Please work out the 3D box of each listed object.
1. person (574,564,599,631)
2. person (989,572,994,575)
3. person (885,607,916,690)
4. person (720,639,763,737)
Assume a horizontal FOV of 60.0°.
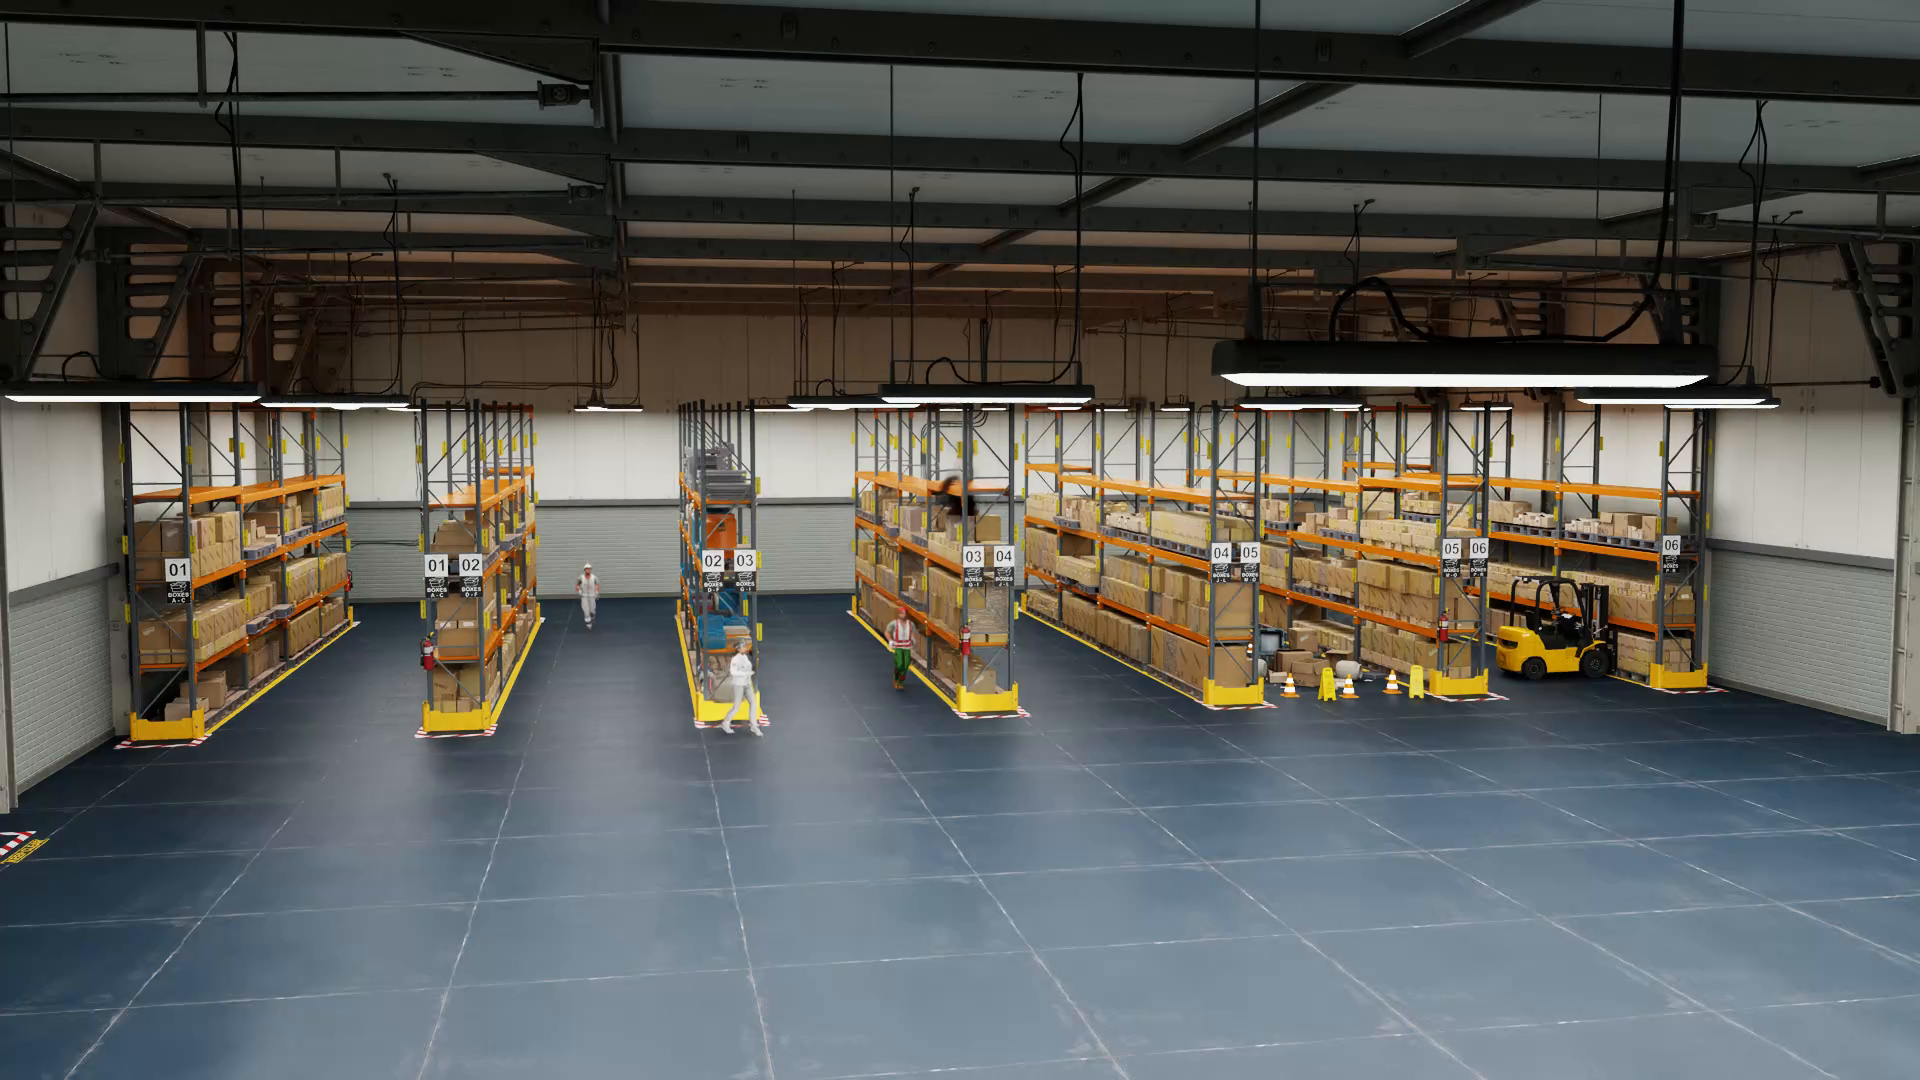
[{"bbox_3d":[-9.918,1.521,44.229,0.651,1.757,0.654,-1,5,-19],"label":"person"},{"bbox_3d":[1.150,1.423,45.847,0.694,1.703,0.758,-1,5,-18],"label":"person"},{"bbox_3d":[-1.184,2.244,34.302,0.633,1.740,0.619,-1,5,-19],"label":"person"},{"bbox_3d":[-3.883,2.626,29.637,0.780,1.736,0.596,2,5,26],"label":"person"}]
